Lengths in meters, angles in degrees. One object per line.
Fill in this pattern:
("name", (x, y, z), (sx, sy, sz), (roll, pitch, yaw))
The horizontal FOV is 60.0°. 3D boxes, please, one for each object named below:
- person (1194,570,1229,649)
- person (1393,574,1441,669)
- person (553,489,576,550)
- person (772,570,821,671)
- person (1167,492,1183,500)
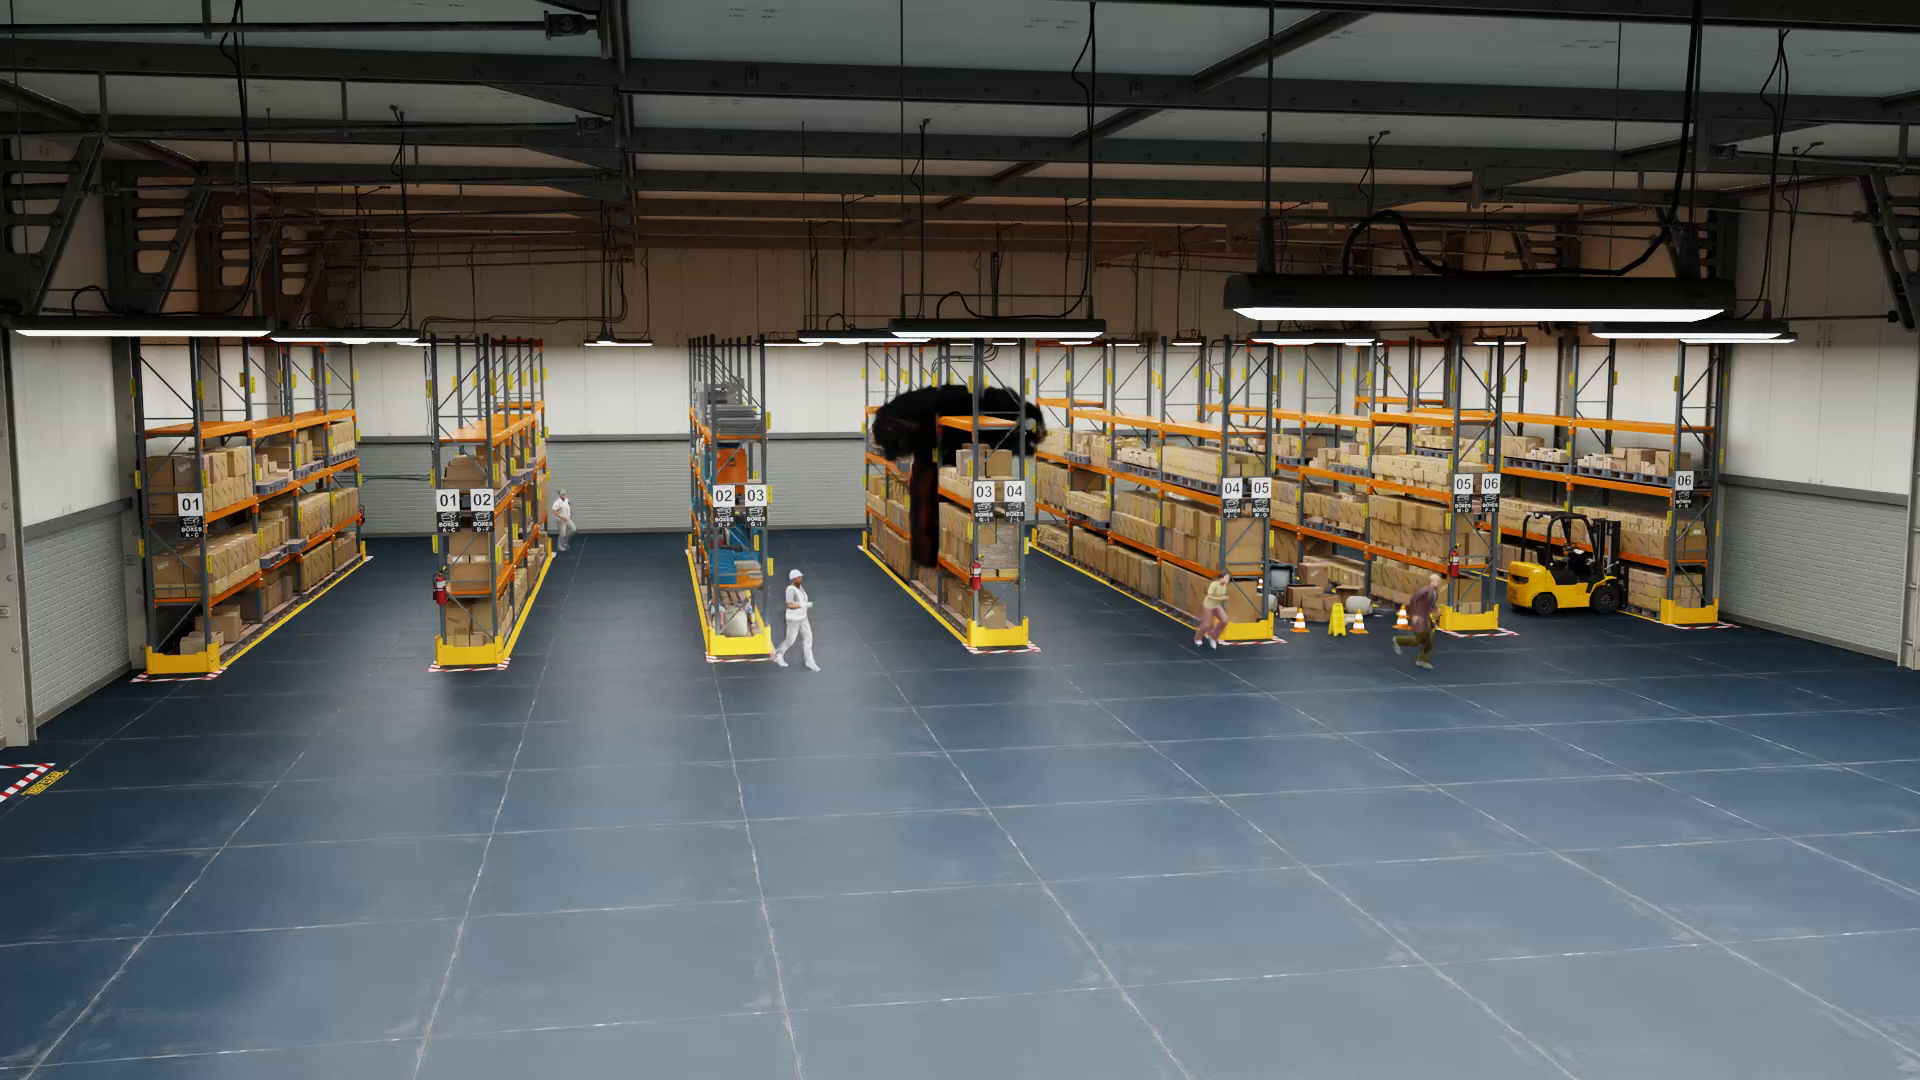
("person", (4.863, 1.315, 31.882), (0.611, 1.547, 0.912), (-5, 8, -38))
("person", (8.291, 1.447, 30.168), (0.886, 1.727, 0.712), (5, 8, 38))
("person", (-11.276, -0.576, 47.427), (0.588, 1.753, 0.685), (4, 8, 32))
("person", (-2.941, 1.437, 29.655), (0.877, 1.835, 0.666), (2, 7, 20))
("person", (6.683, -1.034, 51.842), (0.611, 1.649, 0.609), (-4, 8, -31))
